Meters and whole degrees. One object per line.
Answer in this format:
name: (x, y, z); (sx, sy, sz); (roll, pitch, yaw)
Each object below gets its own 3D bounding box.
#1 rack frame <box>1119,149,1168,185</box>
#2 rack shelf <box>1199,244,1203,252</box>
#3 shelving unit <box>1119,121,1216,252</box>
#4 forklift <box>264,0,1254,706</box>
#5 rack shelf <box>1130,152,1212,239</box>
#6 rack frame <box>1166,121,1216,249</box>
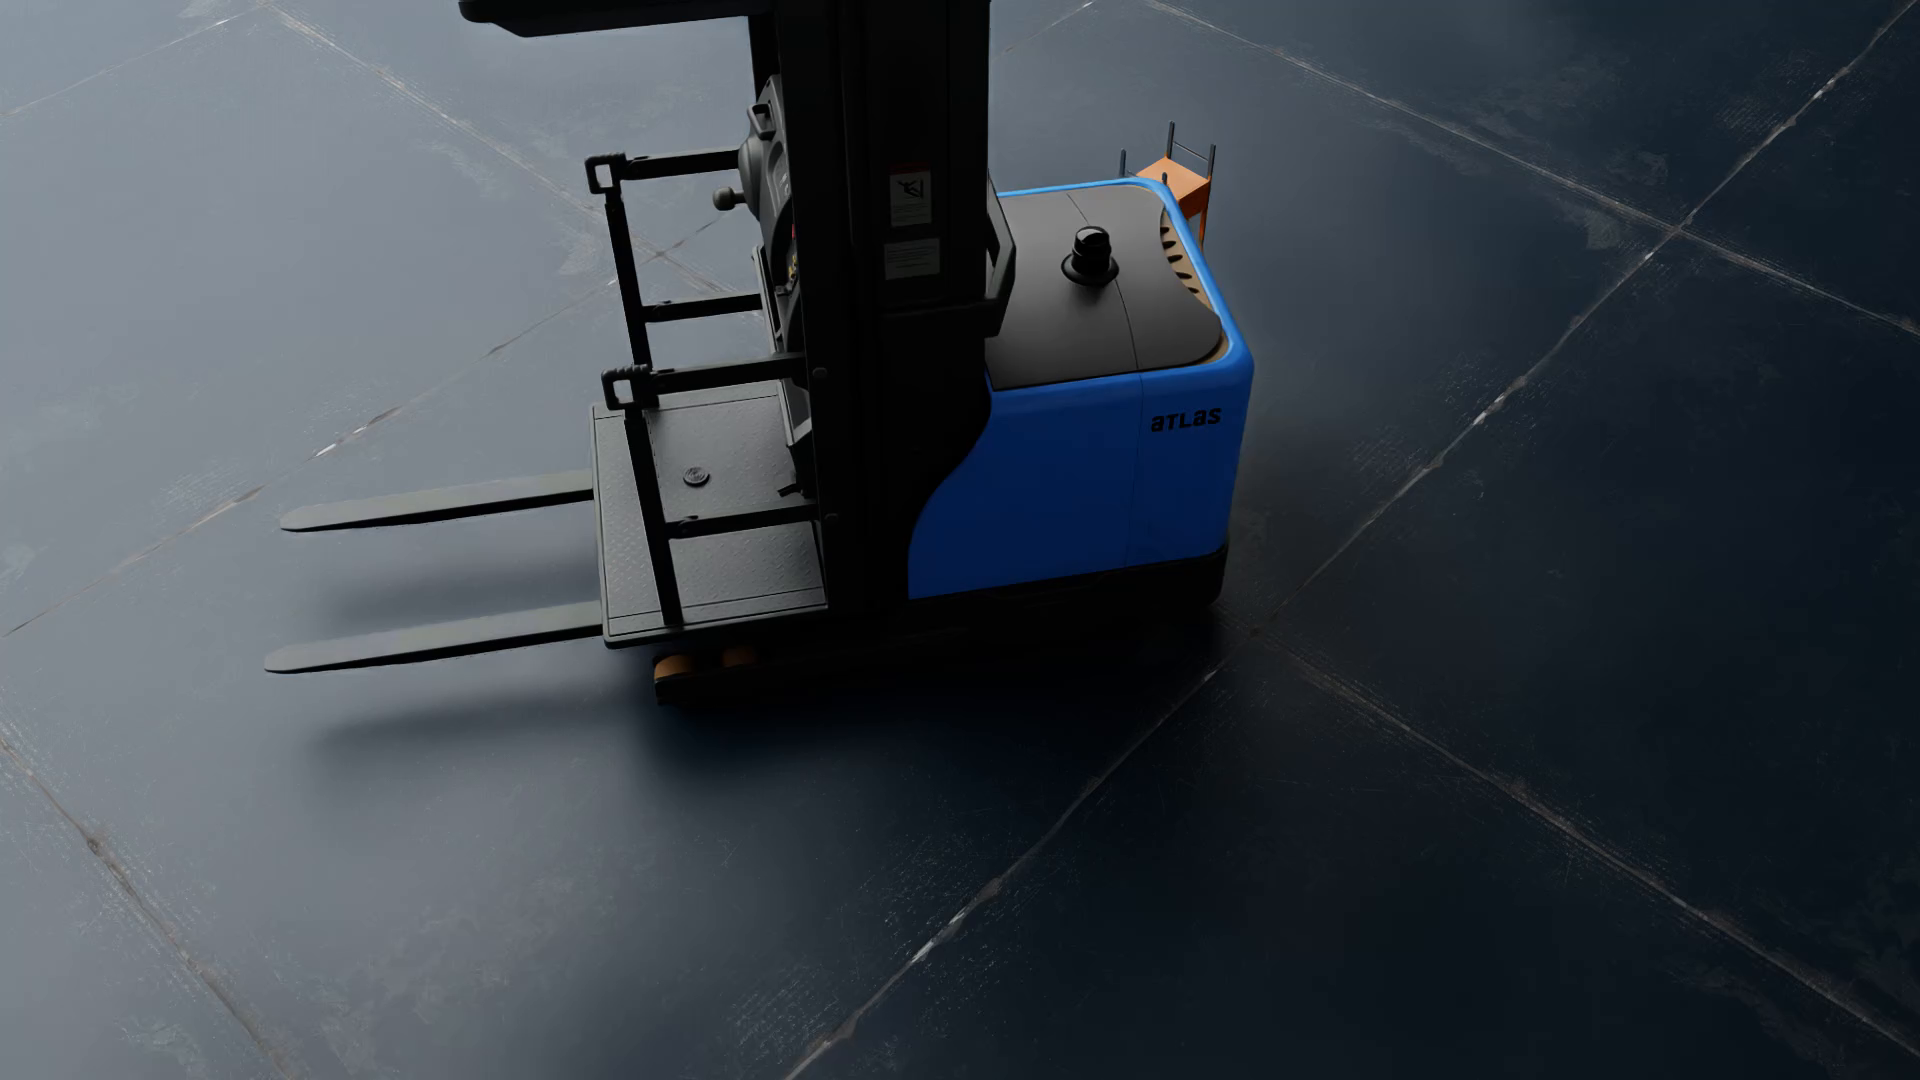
rack frame: (0.607, -0.889, 5.864); (0.008, 1.050, 0.200); (-35, 56, -28)
rack shelf: (0.695, -0.943, 5.930); (0.240, 0.259, 0.215); (-35, 56, -28)
shelving unit: (0.695, -0.950, 5.922); (0.252, 1.050, 0.215); (-35, 56, -28)
forklift: (-0.703, -0.906, 4.590); (3.031, 2.935, 1.130); (-8, 47, -8)
rack shelf: (0.695, -1.137, 5.723); (0.240, 0.259, 0.215); (-35, 56, -28)
rack frame: (0.783, -1.012, 5.980); (0.008, 1.050, 0.200); (-35, 56, -28)
